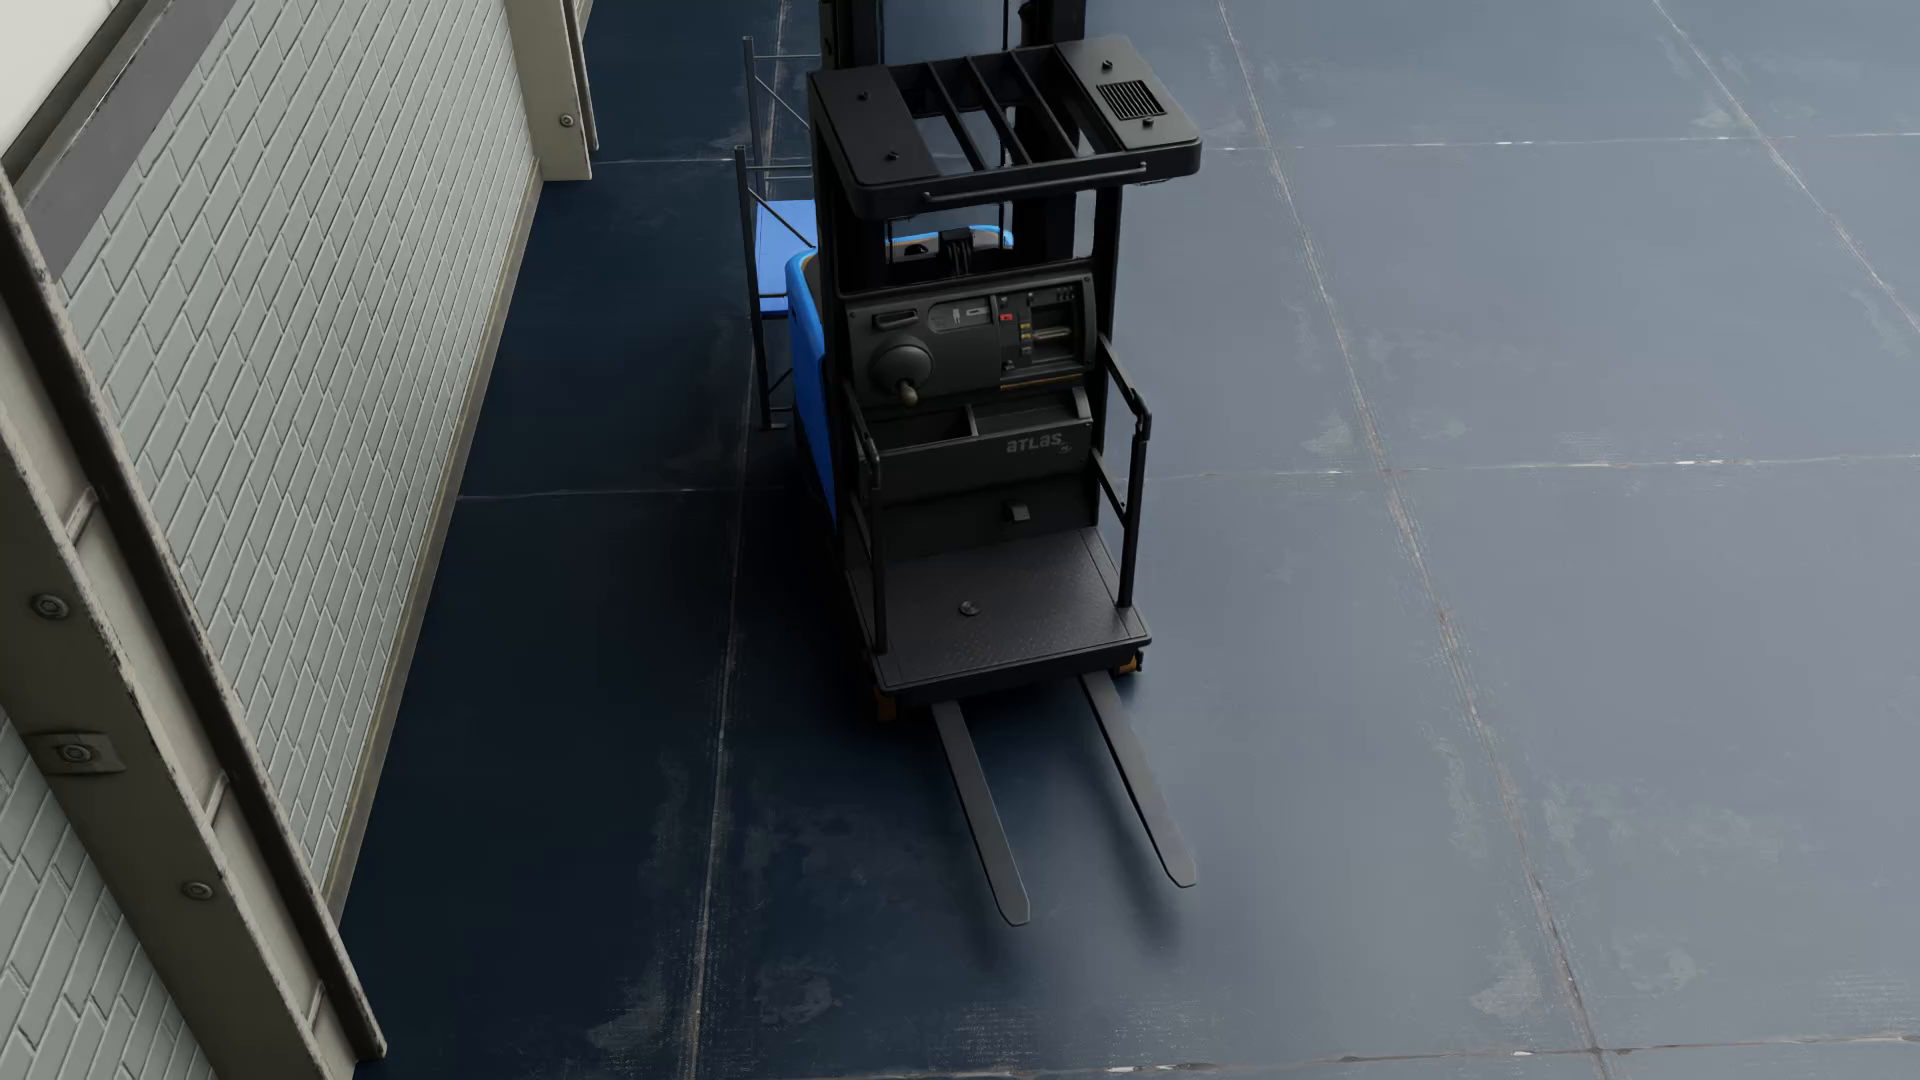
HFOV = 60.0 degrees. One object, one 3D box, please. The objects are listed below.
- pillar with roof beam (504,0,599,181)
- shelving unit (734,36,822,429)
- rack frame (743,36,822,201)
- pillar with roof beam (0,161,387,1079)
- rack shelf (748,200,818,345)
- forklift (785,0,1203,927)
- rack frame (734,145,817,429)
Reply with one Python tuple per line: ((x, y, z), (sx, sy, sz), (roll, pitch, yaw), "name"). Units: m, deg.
((1.986, -5.670, 6.926), (9.100, 9.000, 0.400), (-2, 43, -2), "pillar with roof beam")
((-0.728, -1.447, 7.868), (0.538, 1.500, 1.048), (-2, 43, -3), "shelving unit")
((-0.759, -1.790, 8.242), (0.500, 1.500, 0.032), (-2, 43, -3), "rack frame")
((2.241, -1.619, 2.507), (9.100, 9.000, 0.400), (-2, 43, -2), "pillar with roof beam")
((-0.728, -1.314, 7.990), (0.538, 0.185, 1.000), (-2, 43, -3), "rack shelf")
((0.106, -0.652, 5.942), (1.130, 2.935, 3.031), (-10, 44, -11), "forklift")
((-0.697, -1.104, 7.494), (0.500, 1.500, 0.032), (-2, 43, -3), "rack frame")
